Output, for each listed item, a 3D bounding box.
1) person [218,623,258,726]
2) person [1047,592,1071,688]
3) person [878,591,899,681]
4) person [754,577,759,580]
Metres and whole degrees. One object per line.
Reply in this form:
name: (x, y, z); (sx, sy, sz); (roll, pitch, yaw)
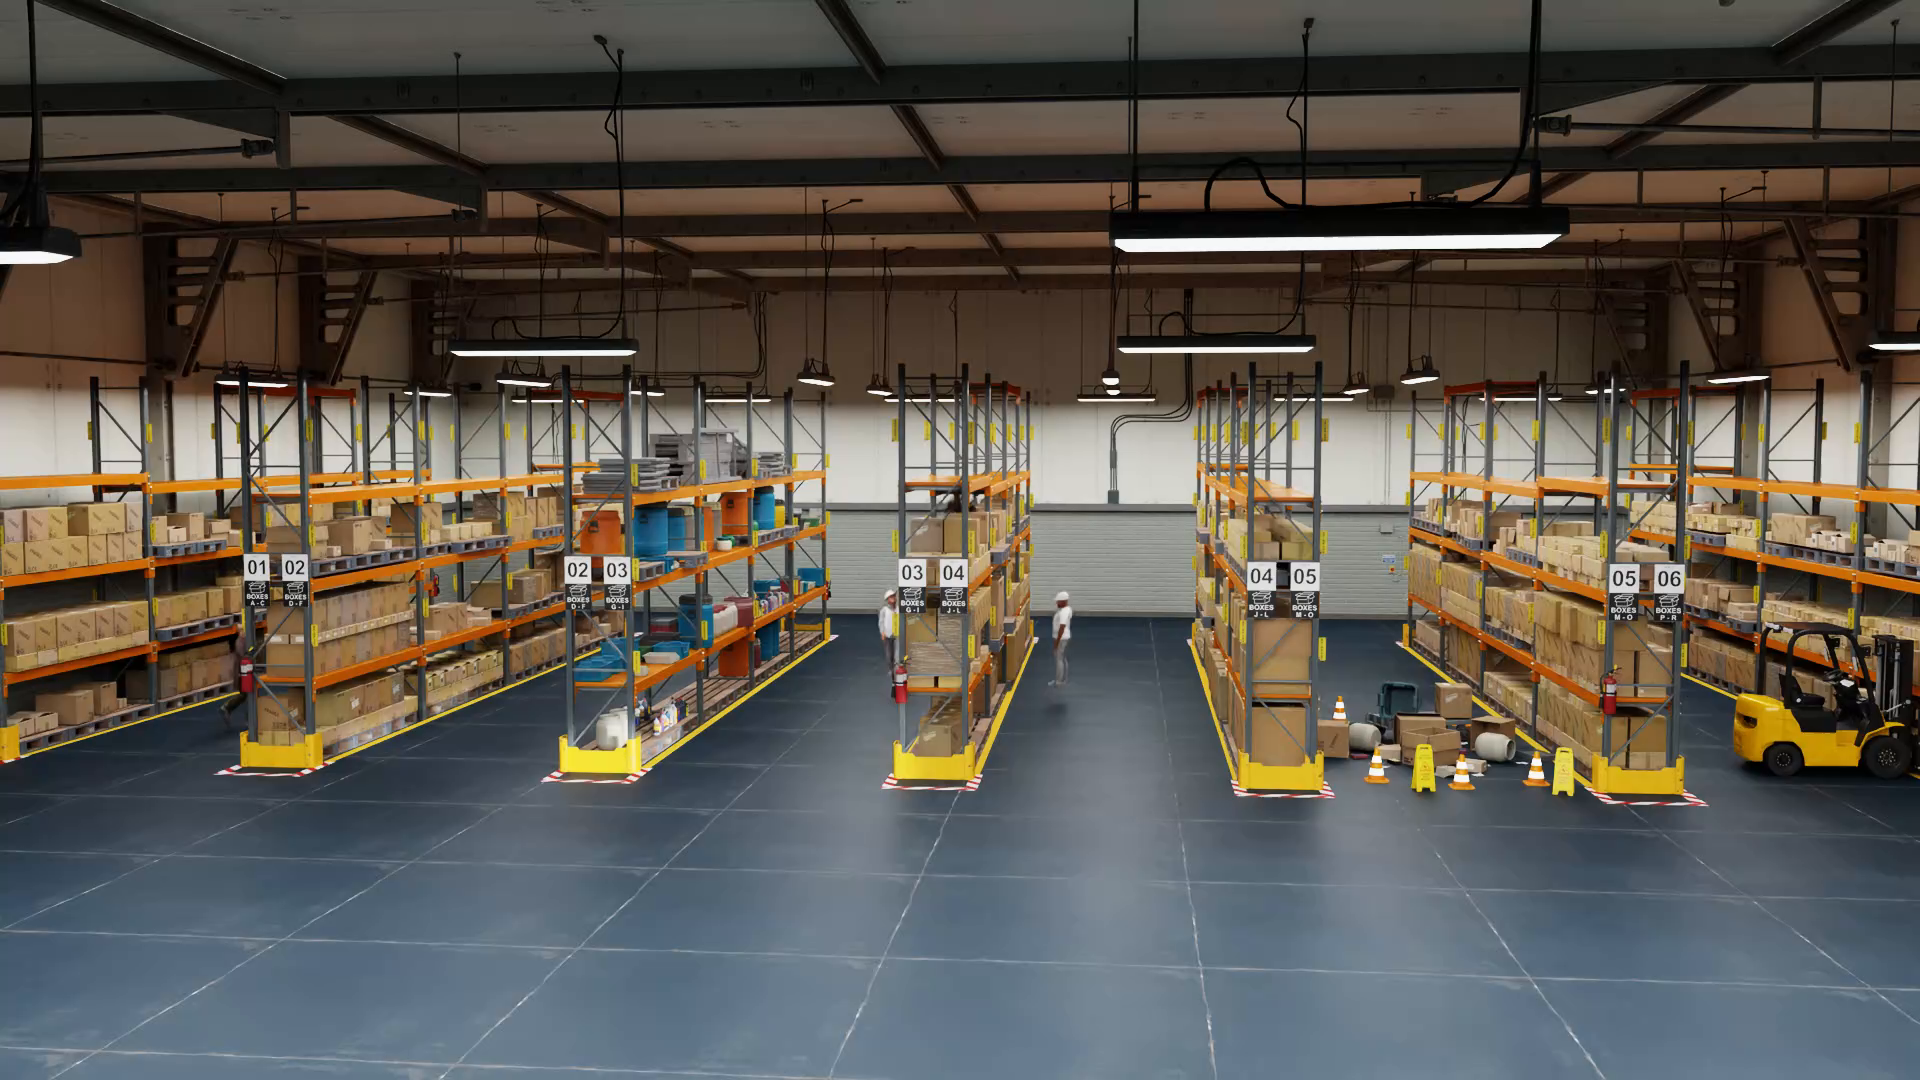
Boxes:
person: (-12.230, 2.288, 28.341); (0.535, 1.764, 0.727); (3, 5, 39)
person: (1.857, 1.851, 31.010); (0.446, 1.774, 0.611); (1, 4, 12)
person: (-1.290, 1.837, 31.729); (0.511, 1.706, 1.030); (0, 4, 7)
person: (-4.743, 1.693, 38.394); (0.353, 1.667, 0.571); (0, 4, 3)
